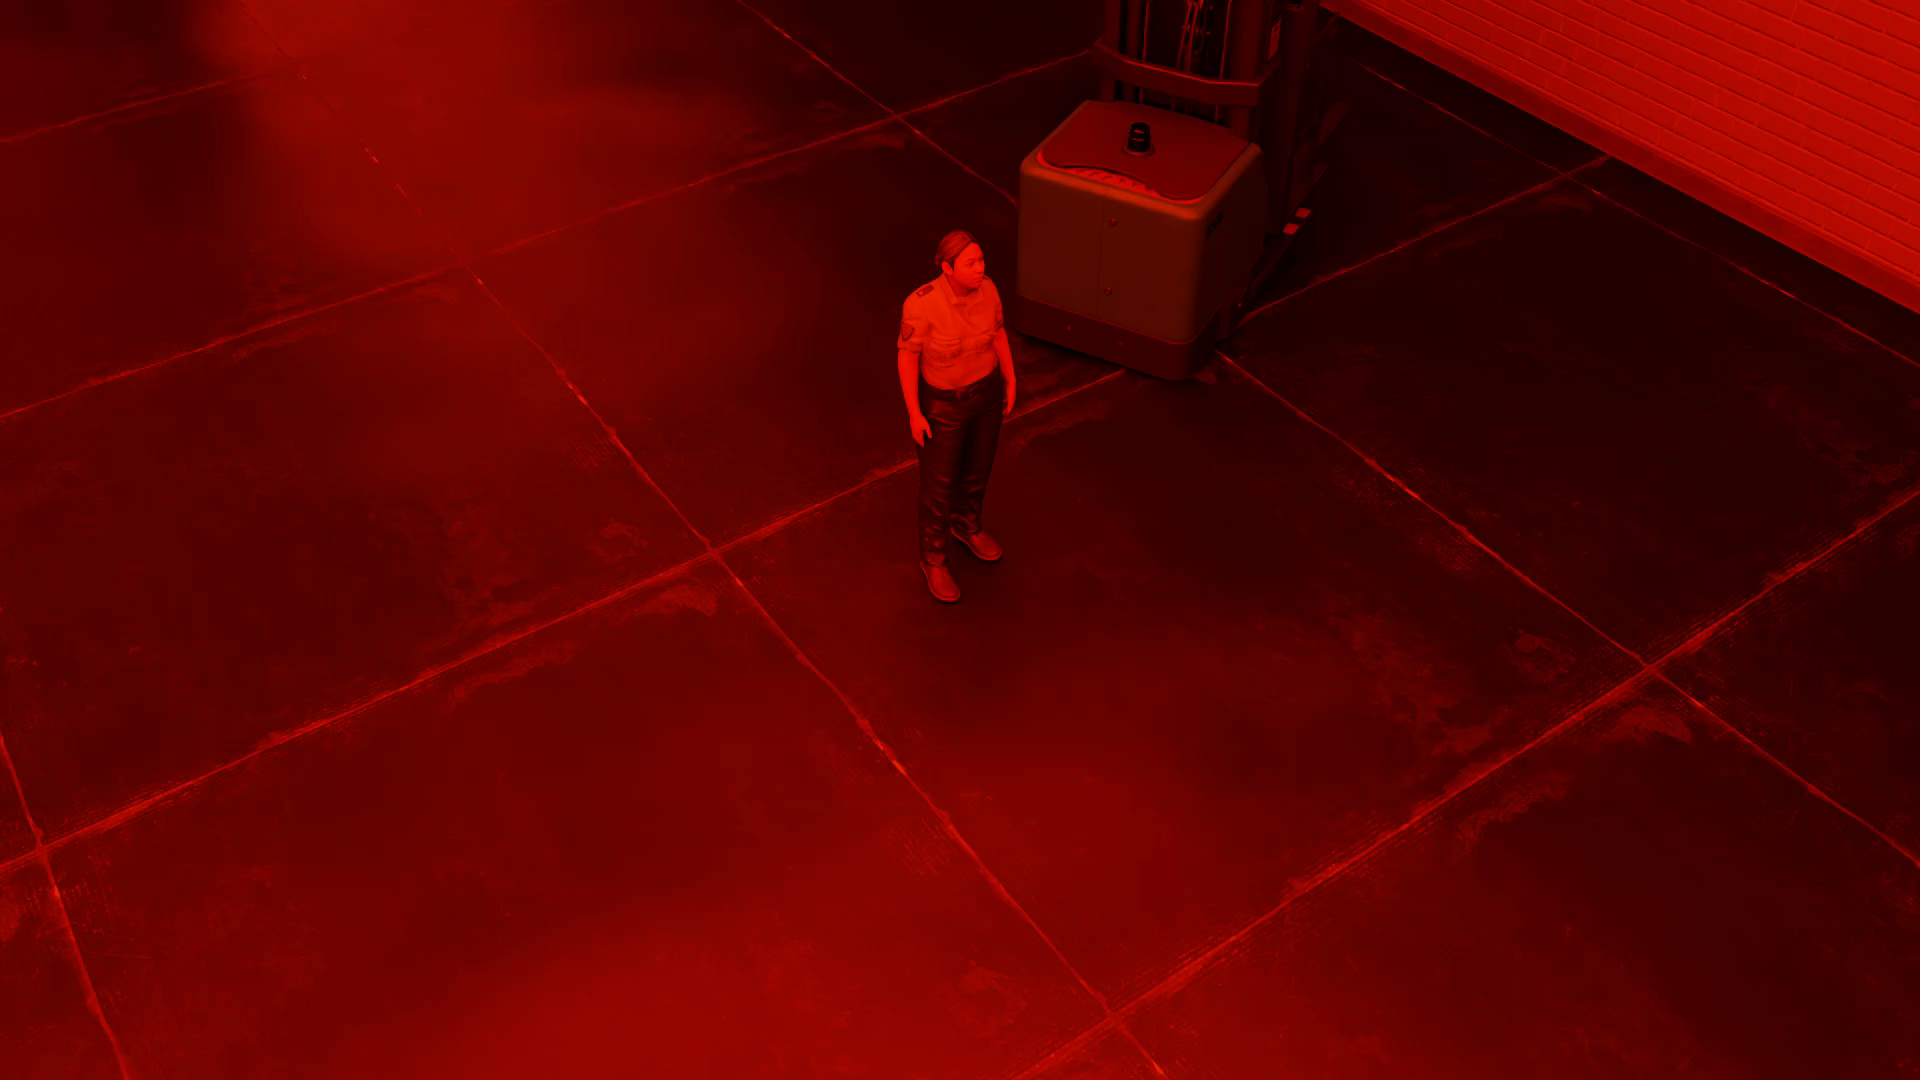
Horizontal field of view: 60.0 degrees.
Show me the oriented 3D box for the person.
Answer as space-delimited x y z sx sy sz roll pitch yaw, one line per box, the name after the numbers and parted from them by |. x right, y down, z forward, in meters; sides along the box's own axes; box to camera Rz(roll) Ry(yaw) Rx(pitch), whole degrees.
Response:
0.033 -0.552 7.251 0.598 1.651 0.502 -25 48 -25 | person

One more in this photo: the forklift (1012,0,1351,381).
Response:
1.446 -2.896 8.858 1.130 2.935 3.031 21 47 21 | forklift
